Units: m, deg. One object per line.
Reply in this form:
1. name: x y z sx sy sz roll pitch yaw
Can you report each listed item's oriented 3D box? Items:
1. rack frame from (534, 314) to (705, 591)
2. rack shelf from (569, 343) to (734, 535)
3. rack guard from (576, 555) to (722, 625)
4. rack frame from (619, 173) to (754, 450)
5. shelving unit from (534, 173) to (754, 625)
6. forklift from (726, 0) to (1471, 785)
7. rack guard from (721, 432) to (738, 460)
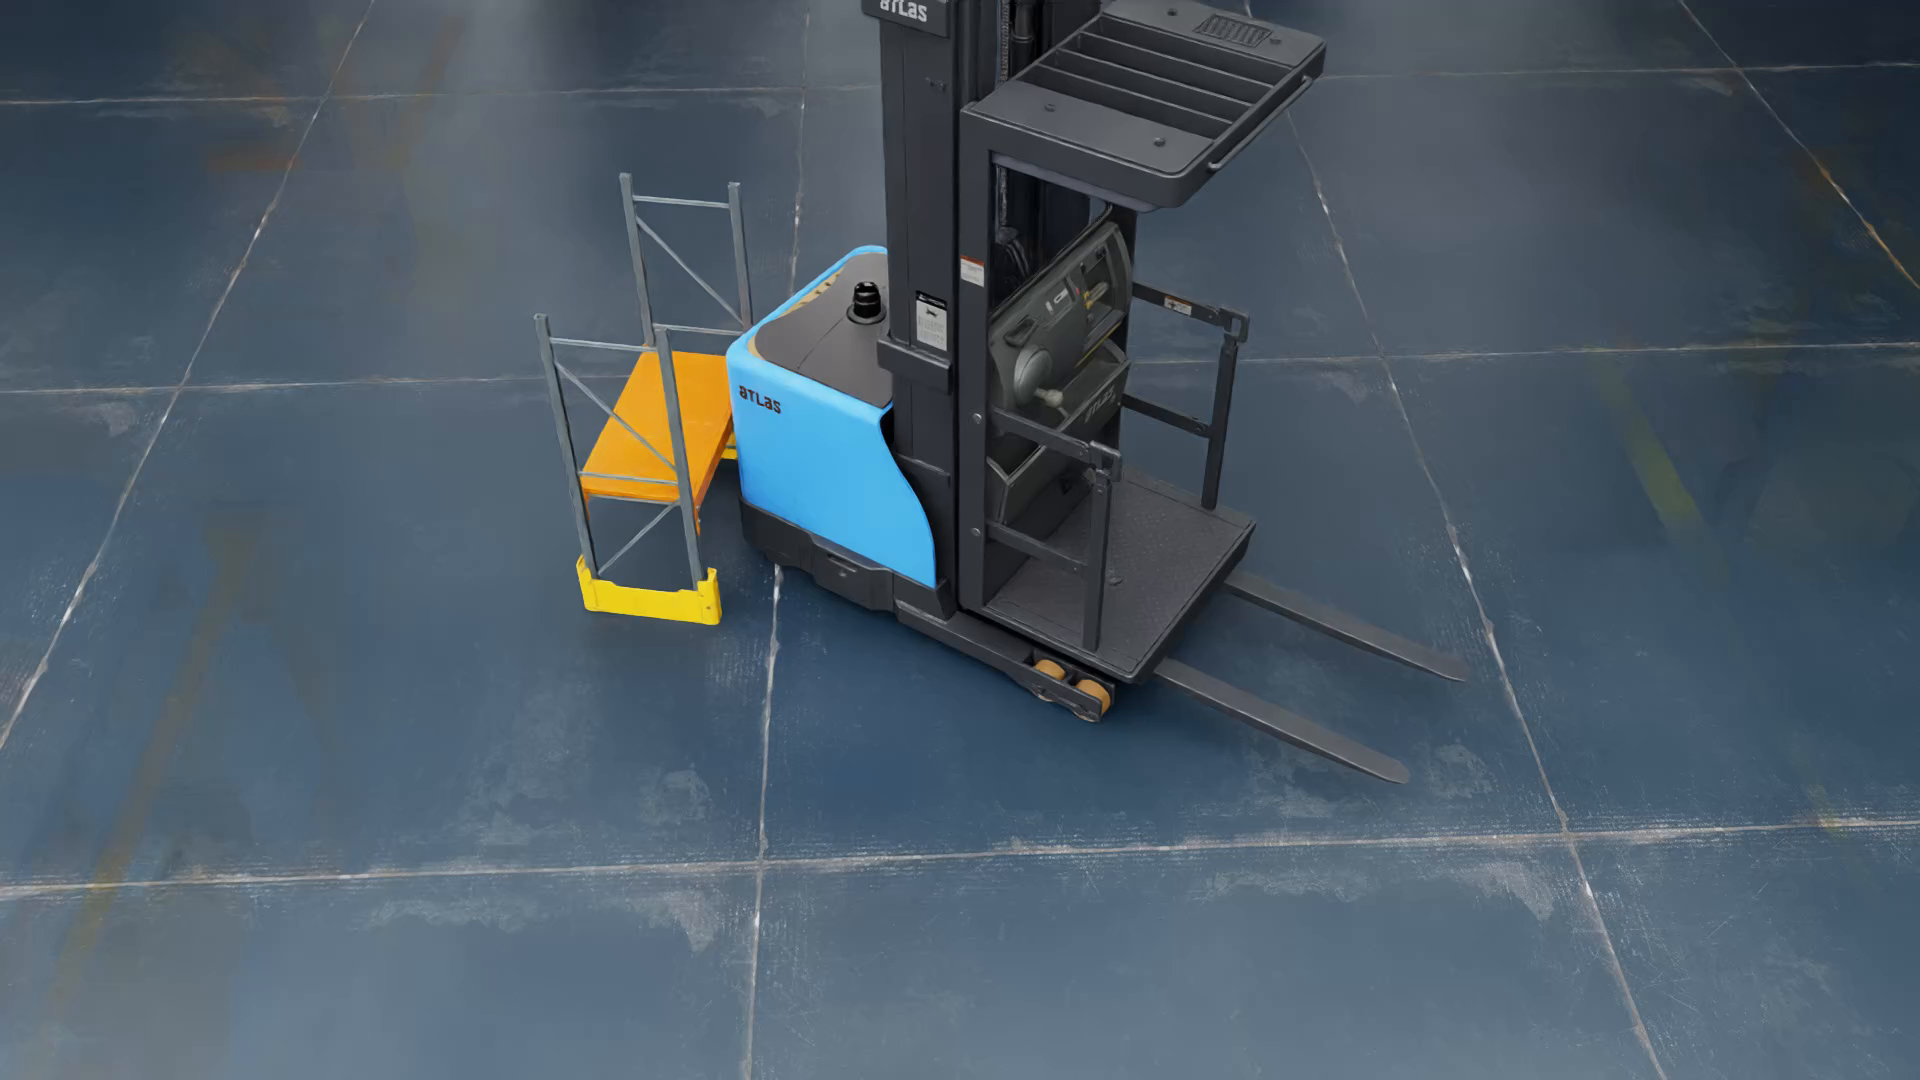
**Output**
1. rack frame: -1.306 -0.239 6.551 0.500 1.500 0.032 6 43 7
2. rack shelf: -1.226 -0.446 7.042 0.538 0.185 1.000 6 43 7
3. rack guard: -1.303 0.209 6.987 0.587 0.250 0.087 6 43 7
4. rack frame: -1.146 -0.918 7.291 0.500 1.500 0.032 6 43 7
5. shelving unit: -1.224 -0.584 6.927 0.587 1.500 1.083 6 43 7
6. forklift: 0.554 -0.774 6.075 3.031 2.935 1.130 24 48 24
7. rack guard: -1.146 -0.456 7.712 0.587 0.250 0.087 6 43 7
